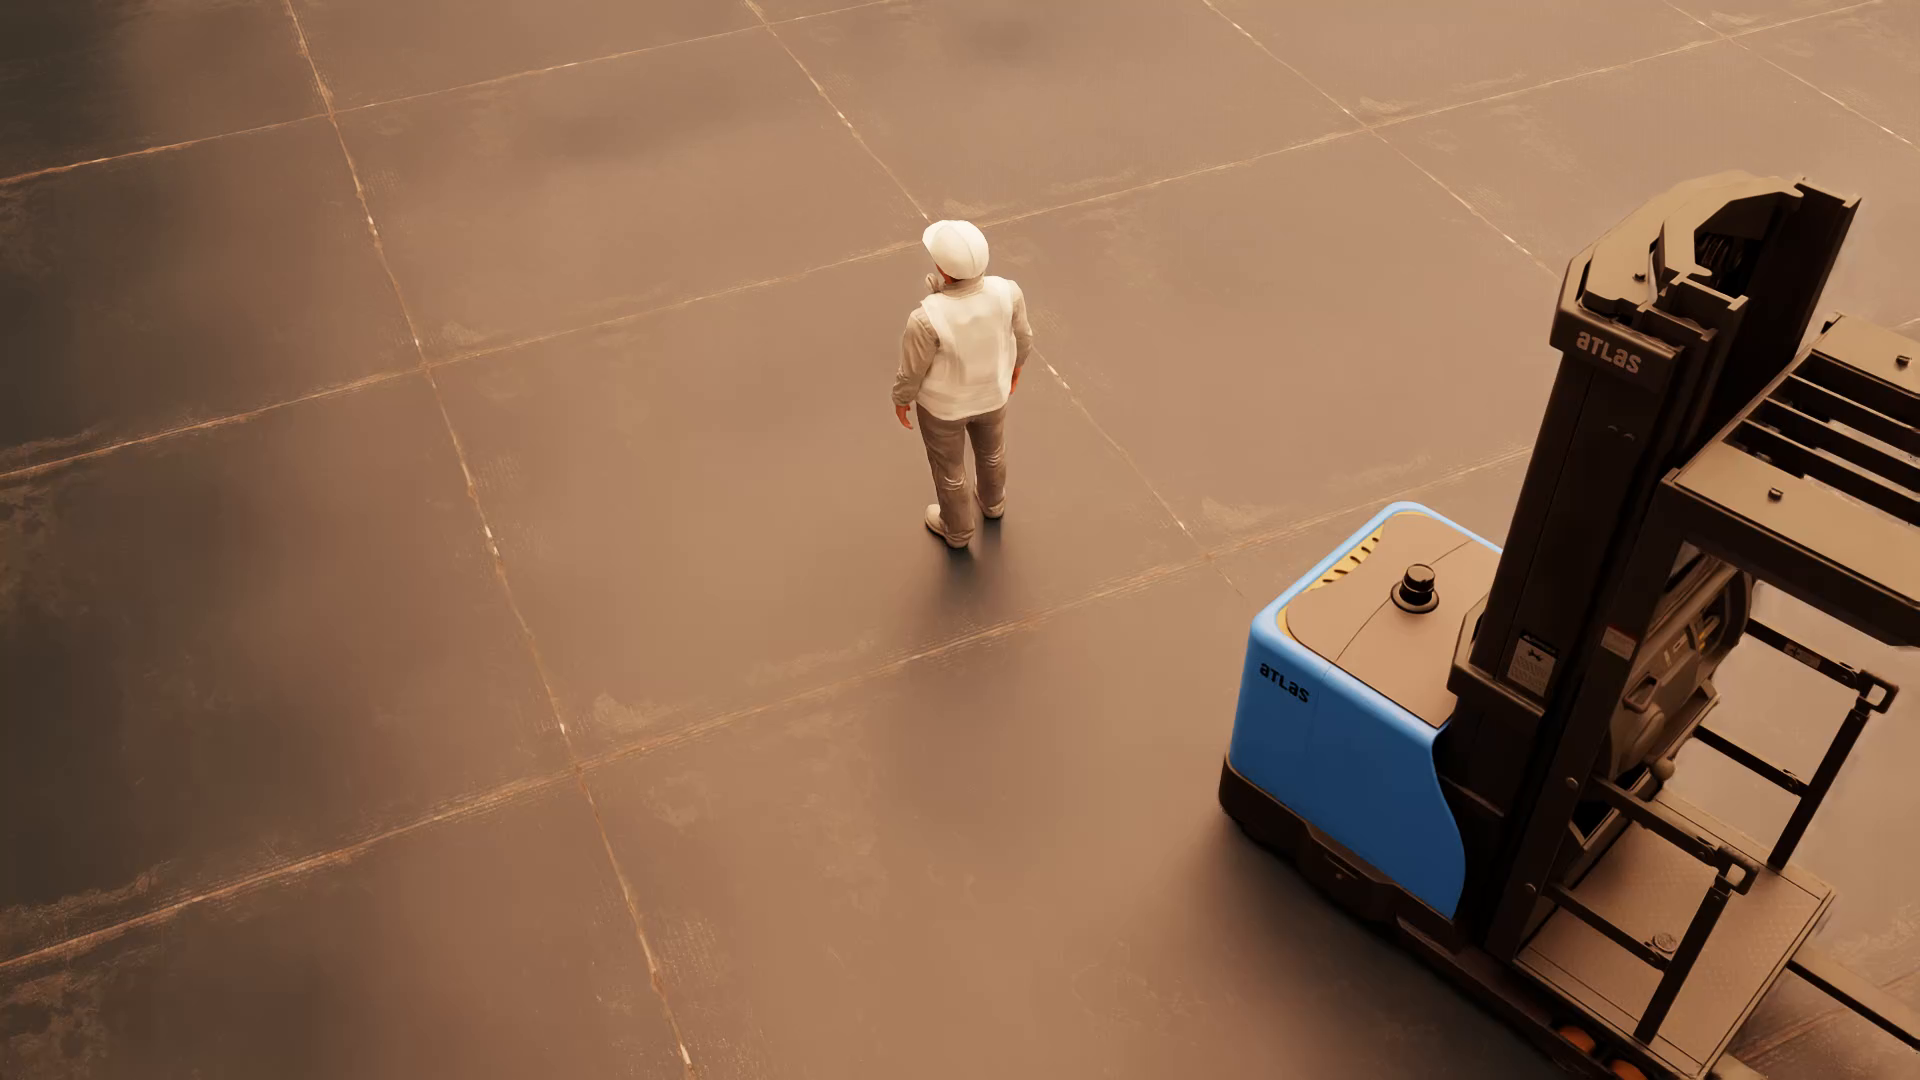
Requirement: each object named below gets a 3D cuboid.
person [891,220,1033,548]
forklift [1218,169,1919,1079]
[{"bbox_3d":[-0.020,-0.695,7.262,0.633,1.775,0.566,-18,46,-18],"label":"person"},{"bbox_3d":[2.430,0.479,5.167,3.031,2.935,1.130,34,53,31],"label":"forklift"}]
